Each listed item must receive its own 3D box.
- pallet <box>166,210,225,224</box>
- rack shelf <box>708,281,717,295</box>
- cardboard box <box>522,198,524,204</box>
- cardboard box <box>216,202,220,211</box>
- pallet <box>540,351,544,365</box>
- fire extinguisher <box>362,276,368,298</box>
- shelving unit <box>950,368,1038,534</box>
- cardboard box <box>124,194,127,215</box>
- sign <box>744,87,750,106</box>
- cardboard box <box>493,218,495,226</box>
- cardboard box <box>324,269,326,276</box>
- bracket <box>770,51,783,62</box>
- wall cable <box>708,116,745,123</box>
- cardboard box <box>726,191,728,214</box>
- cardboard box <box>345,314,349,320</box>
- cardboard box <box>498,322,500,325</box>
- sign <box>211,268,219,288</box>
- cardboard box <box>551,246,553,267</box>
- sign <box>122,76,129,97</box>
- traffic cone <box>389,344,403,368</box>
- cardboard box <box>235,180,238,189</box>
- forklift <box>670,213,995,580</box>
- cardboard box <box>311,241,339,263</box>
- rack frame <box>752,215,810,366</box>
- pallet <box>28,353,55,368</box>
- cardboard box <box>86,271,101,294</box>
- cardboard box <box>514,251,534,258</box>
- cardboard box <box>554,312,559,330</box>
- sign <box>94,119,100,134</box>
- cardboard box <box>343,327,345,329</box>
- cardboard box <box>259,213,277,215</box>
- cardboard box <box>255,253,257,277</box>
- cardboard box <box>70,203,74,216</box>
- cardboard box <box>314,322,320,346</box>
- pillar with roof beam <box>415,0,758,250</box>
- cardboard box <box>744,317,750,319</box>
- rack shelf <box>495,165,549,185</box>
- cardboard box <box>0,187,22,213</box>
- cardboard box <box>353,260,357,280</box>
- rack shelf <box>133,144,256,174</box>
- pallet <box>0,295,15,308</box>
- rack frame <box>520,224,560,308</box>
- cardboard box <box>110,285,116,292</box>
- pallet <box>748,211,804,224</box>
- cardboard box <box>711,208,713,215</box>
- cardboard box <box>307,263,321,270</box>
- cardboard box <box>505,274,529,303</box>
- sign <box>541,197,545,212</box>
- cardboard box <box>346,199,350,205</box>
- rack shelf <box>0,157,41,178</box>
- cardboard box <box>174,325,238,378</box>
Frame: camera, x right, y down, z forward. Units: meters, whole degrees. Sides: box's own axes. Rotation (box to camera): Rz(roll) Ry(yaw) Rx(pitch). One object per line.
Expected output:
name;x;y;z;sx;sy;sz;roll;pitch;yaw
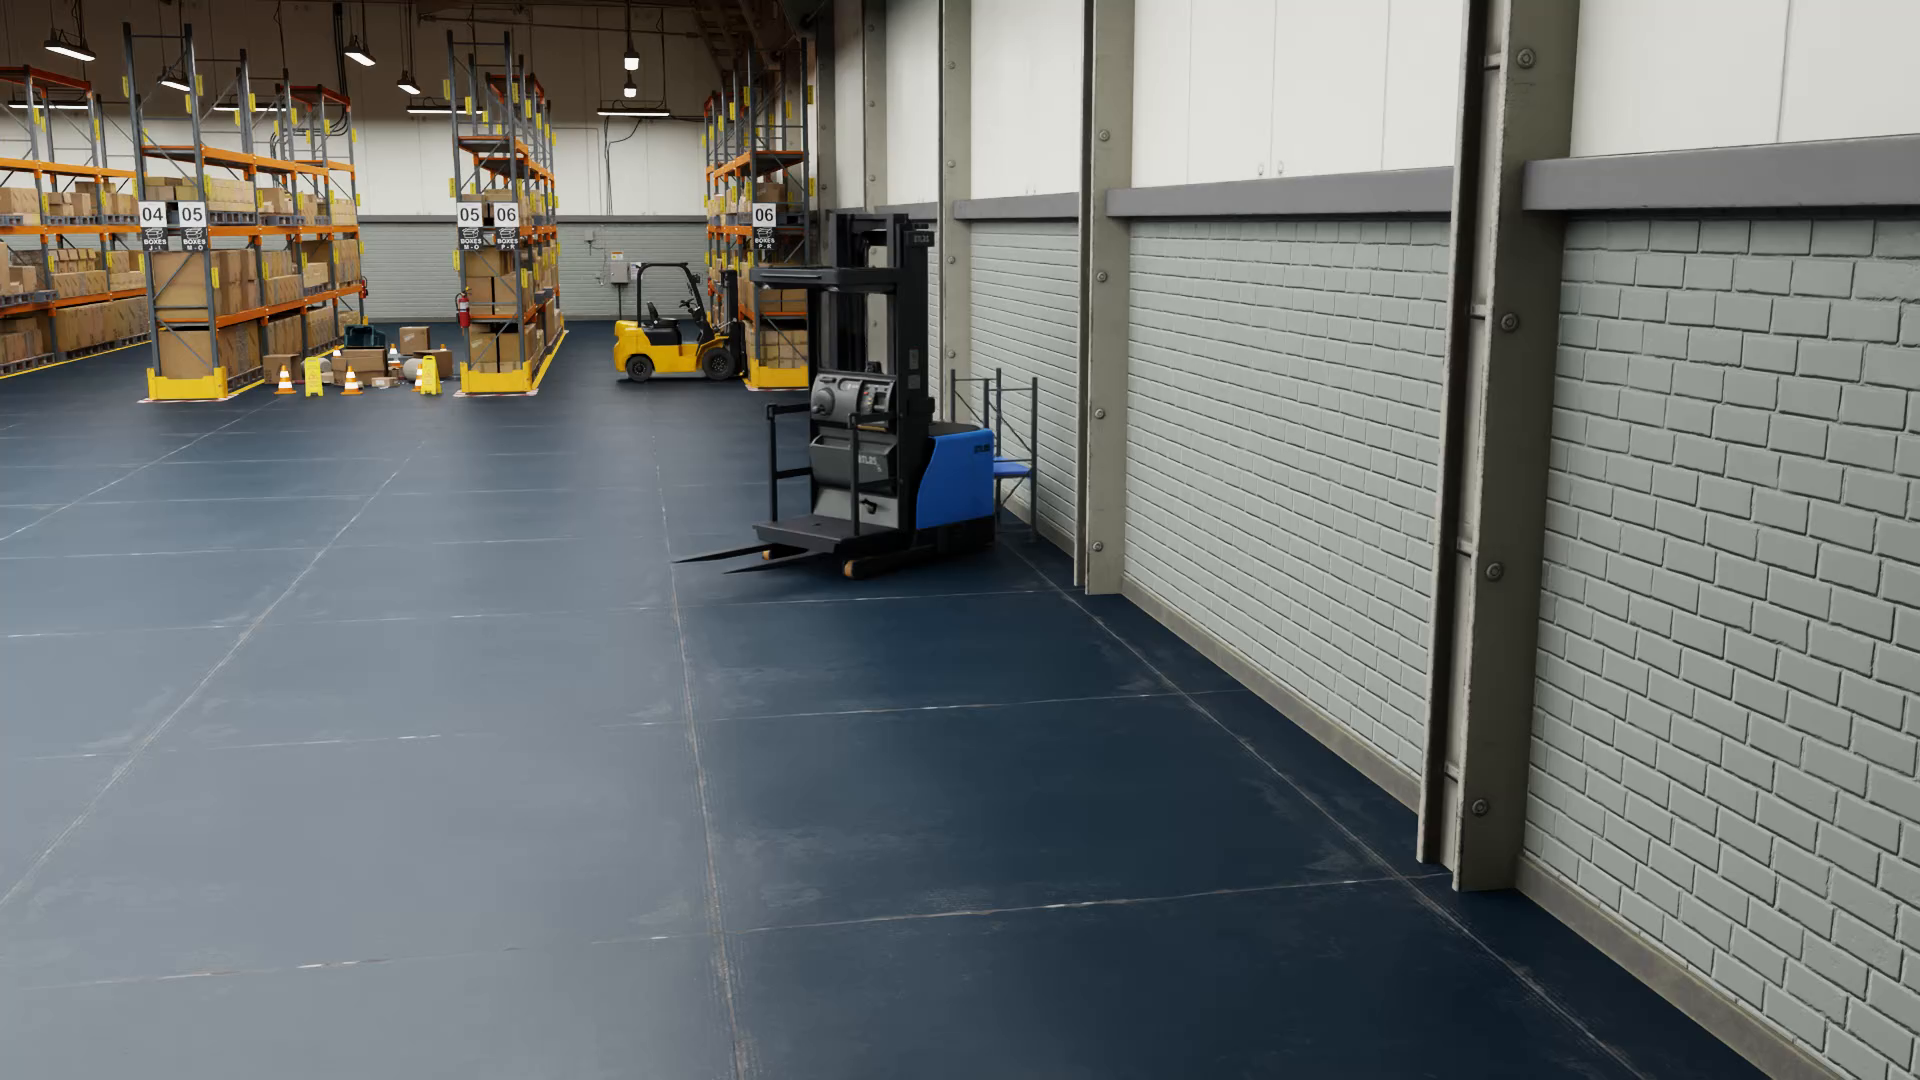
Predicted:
pallet;-13.002;-5.414;27.888;1.003;0.211;1.213;-2;11;-11
rack shelf;-5.867;-6.443;43.000;1.077;0.370;4.000;-2;11;-11
cardboard box;-8.022;-6.097;29.777;0.380;0.149;0.250;-2;11;-9
cardboard box;-12.698;-5.621;28.020;0.380;0.149;0.250;-2;11;-11
pallet;-9.183;-3.778;34.533;1.003;0.211;1.213;-2;11;-11
fire extinguisher;-15.556;-6.625;43.238;0.296;0.674;0.183;-2;11;-11
shelving unit;0.299;-0.800;15.441;0.538;1.500;1.039;-3;11;-17
cardboard box;-20.551;-8.105;40.131;0.700;0.500;0.500;-3;11;-15
sign;-3.679;-7.656;28.697;0.100;0.325;0.005;-2;11;-11
cardboard box;-7.897;-5.515;28.851;0.380;0.149;0.250;-2;11;-13
cardboard box;-14.858;-6.164;38.368;0.380;0.149;0.250;-2;11;-11
bracket;-3.829;-10.115;34.702;0.235;0.232;0.430;-2;11;-11
wall cable;-6.097;-13.924;49.462;2.988;3.039;0.133;-2;11;-11
cardboard box;-4.798;-7.332;36.068;0.500;0.500;0.500;-2;11;-11
cardboard box;-15.324;-5.506;41.064;0.380;0.149;0.250;-2;11;-11
cardboard box;-8.974;-4.180;31.680;0.380;0.149;0.250;-2;11;-10
sign;-12.302;-4.332;27.459;0.100;0.325;0.005;-2;11;-11
cardboard box;-10.293;-6.977;40.944;0.500;0.500;0.500;-2;11;-12
sign;-13.383;-7.276;26.702;0.100;0.325;0.005;-2;11;-11
traffic cone;-11.442;-3.728;33.598;0.336;0.463;0.334;-2;11;-11
cardboard box;-12.997;-6.292;29.414;0.380;0.149;0.250;-2;11;-12
forklift;-1.043;-1.222;13.833;1.130;2.935;3.031;10;14;41
cardboard box;-15.030;-6.827;39.361;0.500;0.500;0.500;-2;11;-10
rack frame;-3.144;-4.228;29.442;1.000;3.000;0.127;-2;11;-11
pallet;-19.138;-3.641;33.813;1.003;0.211;1.213;-2;11;-11
cardboard box;-19.618;-5.770;37.274;0.500;0.500;0.500;-2;11;-9
cardboard box;-8.847;-5.795;33.756;0.380;0.149;0.250;-1;11;-8
cardboard box;-10.537;-5.479;41.742;0.875;0.438;0.875;-2;11;-13
sign;-19.537;-9.354;37.620;0.100;0.325;0.005;-2;11;-11
cardboard box;-15.229;-5.170;40.893;0.380;0.149;0.250;-2;11;-13
cardboard box;-14.764;-6.934;35.368;0.500;0.500;0.500;-2;11;-11
cardboard box;-13.728;-5.213;31.676;0.700;0.500;0.500;-2;11;-12
cardboard box;-19.941;-7.319;36.774;0.500;0.311;0.500;-3;11;-13
cardboard box;-14.392;-4.525;36.565;0.500;0.500;0.500;-2;11;-10
pillar with roof beam;-10.119;-10.481;46.247;9.100;9.000;0.548;-2;11;-11
cardboard box;-4.457;-4.501;36.102;0.875;0.625;0.625;-2;11;-9
rack shelf;-9.957;-8.278;37.670;1.077;0.370;4.000;-2;11;-11
cardboard box;-18.759;-6.659;32.585;0.500;0.500;0.500;-2;11;-10
cardboard box;-15.525;-6.811;41.947;0.500;0.500;0.500;-2;11;-12
rack shelf;-13.237;-6.613;28.918;1.077;0.370;4.000;-2;11;-11
pallet;-18.517;-4.471;31.234;1.003;0.211;1.213;-2;11;-11
rack frame;-11.124;-6.982;43.908;1.000;3.000;0.127;-2;11;-11
cardboard box;-19.798;-5.830;38.532;0.380;0.149;0.250;-2;11;-11
pallet;-3.256;-5.789;29.856;1.003;0.211;1.213;-2;11;-11
cardboard box;-5.793;-7.917;40.080;0.380;0.149;0.250;-2;11;-10
cardboard box;-14.759;-6.213;37.829;0.380;0.149;0.250;-2;11;-11
cardboard box;-8.036;-4.528;29.952;0.500;0.500;0.500;-2;11;-12
sign;-9.035;-7.261;35.972;0.100;0.325;0.005;-2;11;-11
cardboard box;-15.447;-8.434;41.513;0.380;0.149;0.250;-2;11;-10
rack shelf;-18.900;-7.184;31.922;1.077;0.370;4.000;-2;11;-11
cardboard box;-13.218;-3.294;29.095;0.875;0.875;0.875;-2;11;-12
